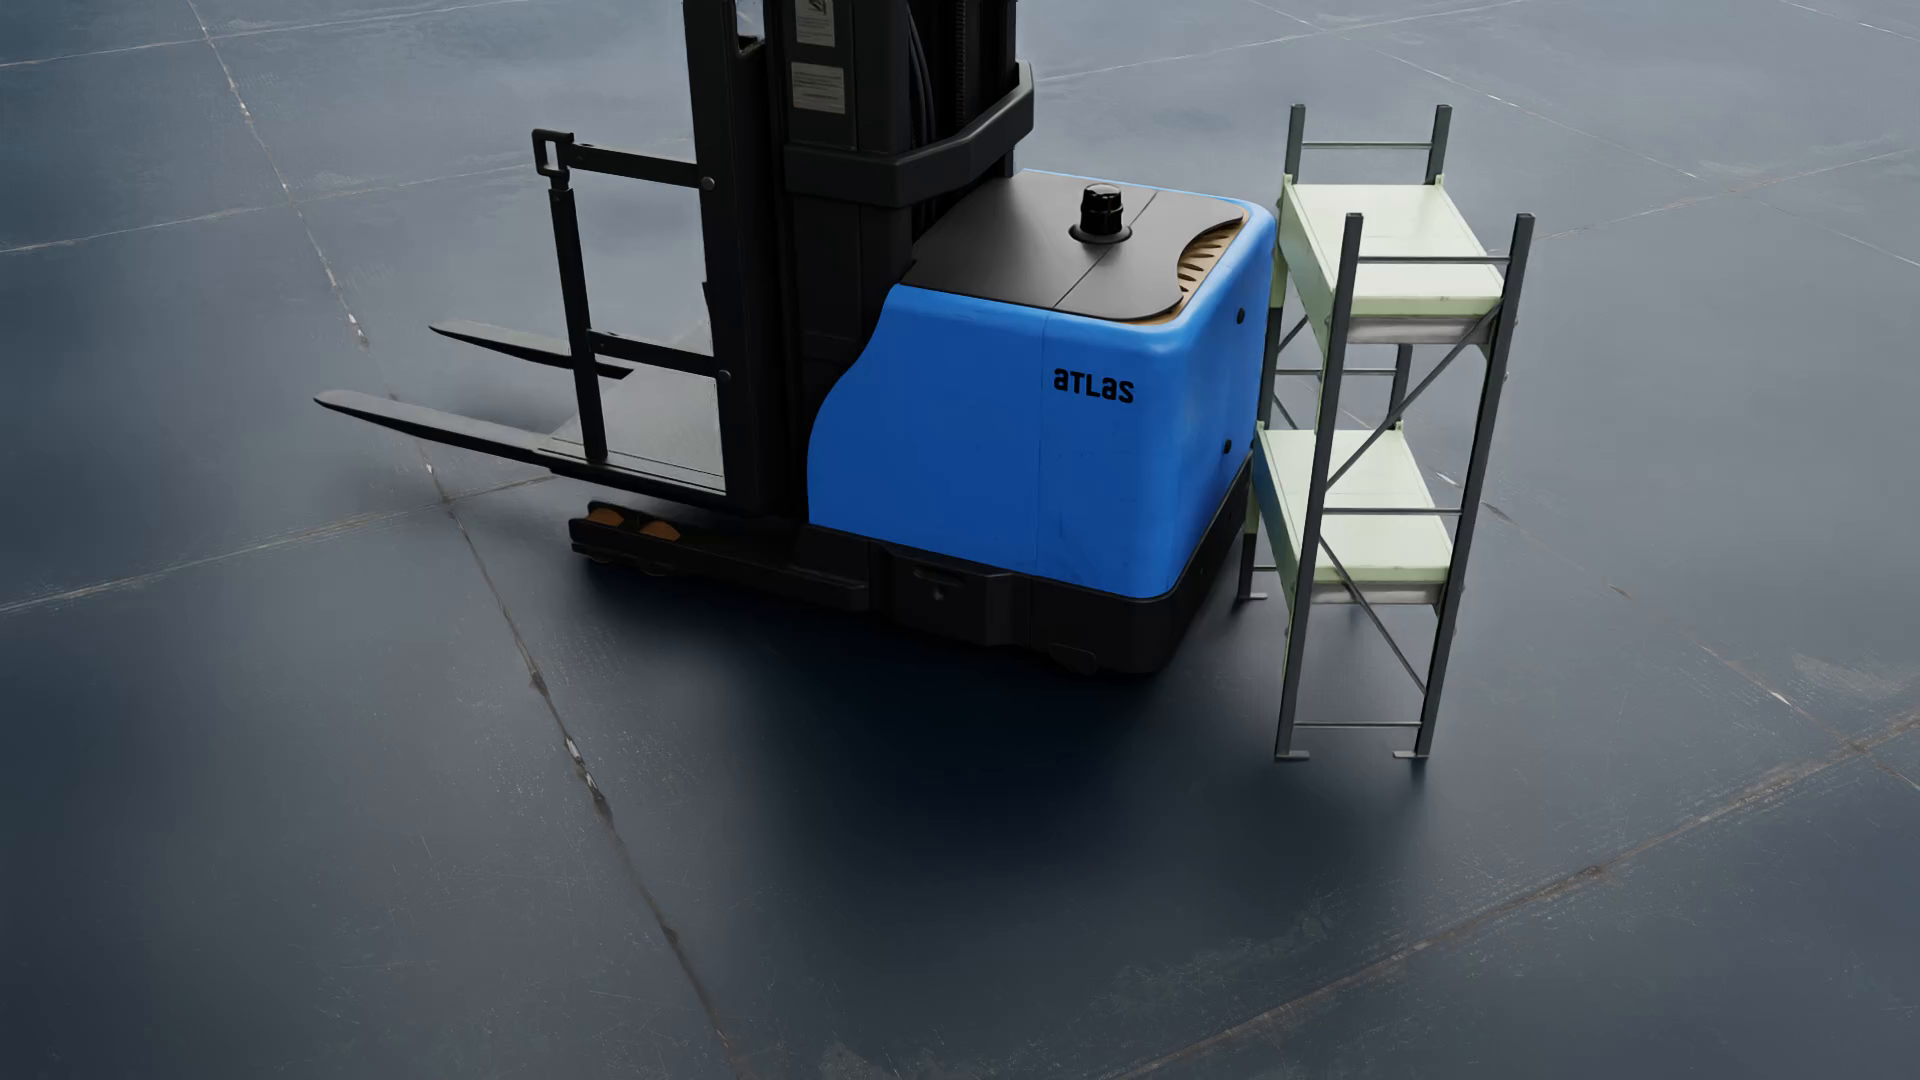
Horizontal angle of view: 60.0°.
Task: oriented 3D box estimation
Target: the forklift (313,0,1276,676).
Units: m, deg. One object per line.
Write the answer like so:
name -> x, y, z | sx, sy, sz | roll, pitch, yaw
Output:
forklift -> -0.649, -1.369, 4.670 | 3.031, 2.935, 1.130 | 13, 35, 19

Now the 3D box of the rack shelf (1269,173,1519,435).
rack shelf -> 1.030, -0.591, 4.058 | 0.431, 0.370, 0.720 | 0, 33, 0

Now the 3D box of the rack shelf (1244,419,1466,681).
rack shelf -> 1.030, 0.013, 4.444 | 0.431, 0.370, 0.720 | 0, 33, 0

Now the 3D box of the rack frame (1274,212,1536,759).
rack frame -> 1.028, -0.065, 3.960 | 0.400, 1.500, 0.023 | 0, 33, 0

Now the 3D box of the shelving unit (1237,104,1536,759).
shelving unit -> 1.030, -0.262, 4.268 | 0.431, 1.500, 0.755 | 0, 33, 0

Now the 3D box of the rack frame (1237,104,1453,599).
rack frame -> 1.033, -0.459, 4.576 | 0.400, 1.500, 0.023 | 0, 33, 0
